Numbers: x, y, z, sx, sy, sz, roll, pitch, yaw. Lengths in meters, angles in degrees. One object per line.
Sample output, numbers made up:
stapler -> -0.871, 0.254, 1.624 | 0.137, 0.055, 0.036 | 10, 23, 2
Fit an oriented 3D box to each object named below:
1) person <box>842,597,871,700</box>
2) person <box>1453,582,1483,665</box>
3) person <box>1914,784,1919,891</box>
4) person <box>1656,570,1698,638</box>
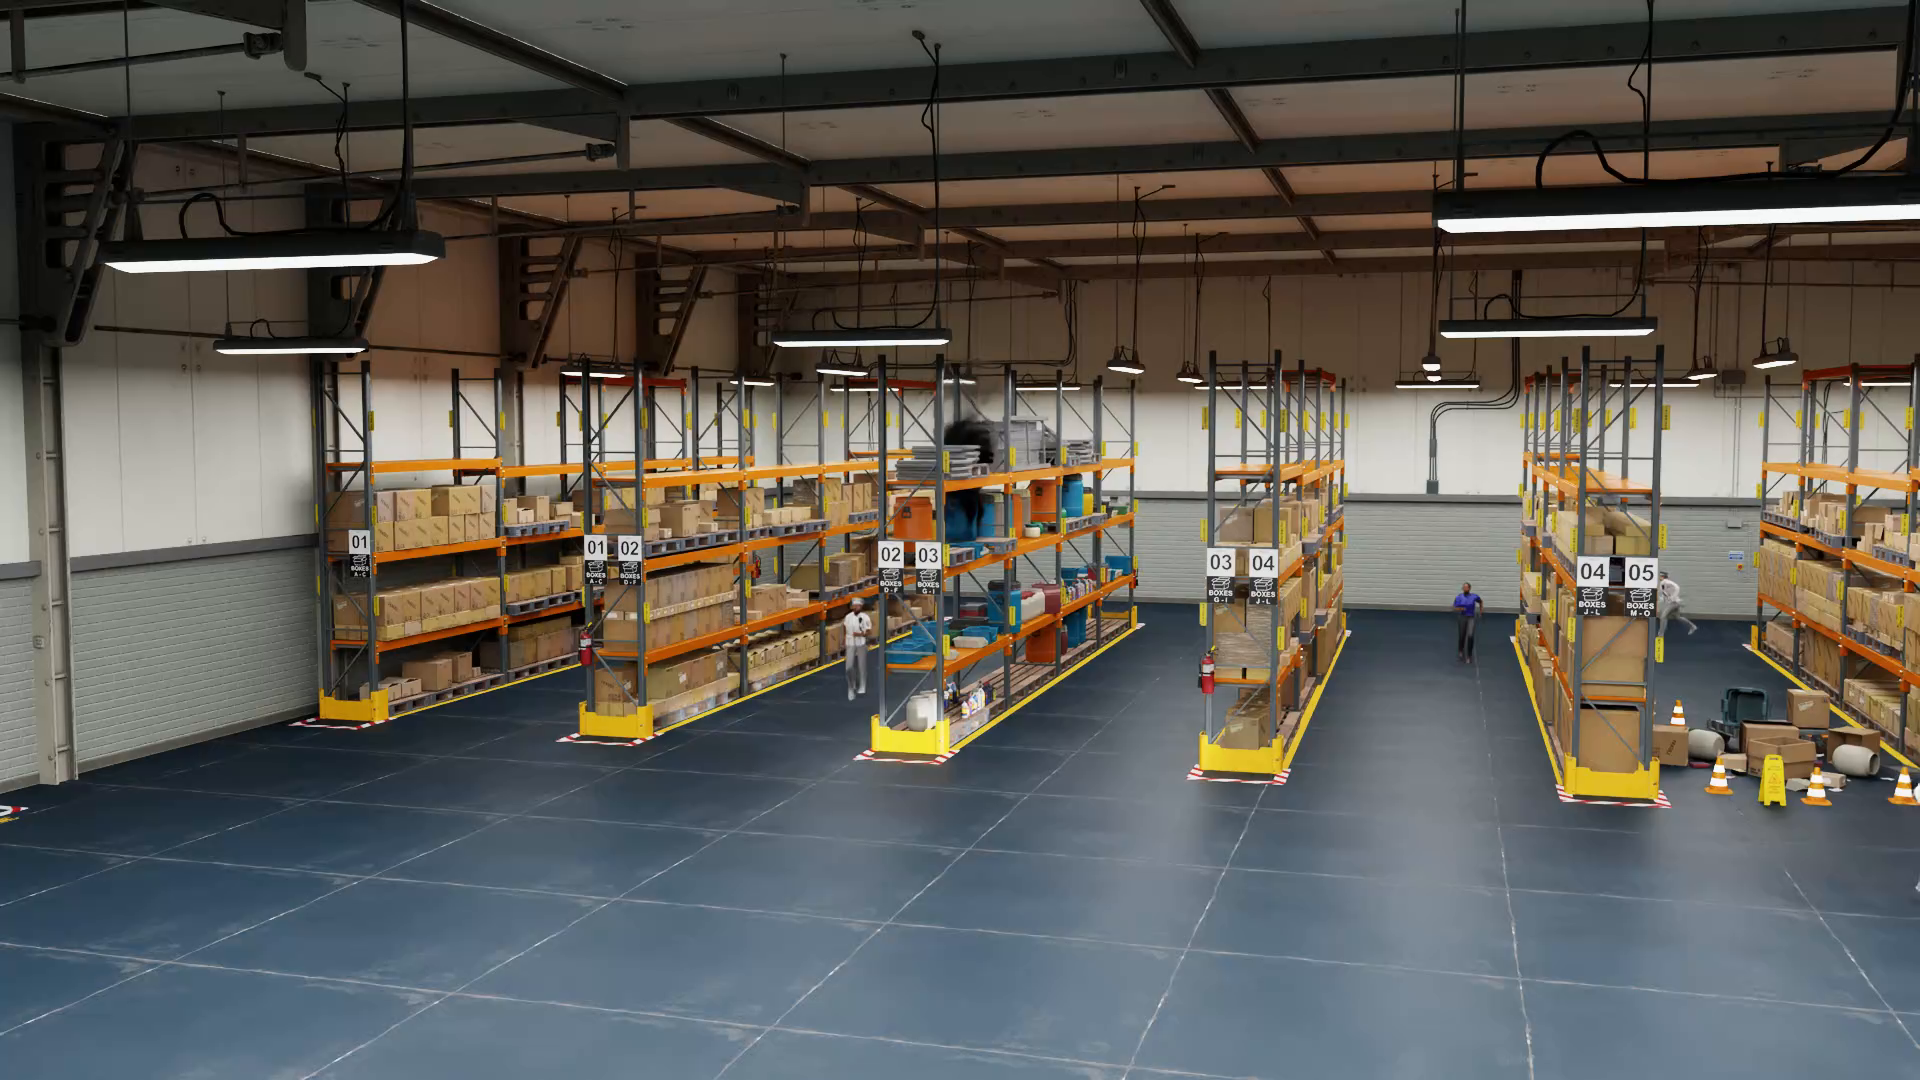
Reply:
person -> -1.785, 1.855, 28.445 | 0.545, 1.765, 0.674 | 1, 4, 8
person -> 10.548, 1.716, 34.557 | 0.583, 1.702, 0.887 | 1, 4, 19
person -> 10.157, 2.947, 17.009 | 0.580, 1.751, 0.720 | -3, 5, -33
person -> 16.415, 1.505, 38.087 | 0.973, 1.643, 0.651 | 0, 4, 7
